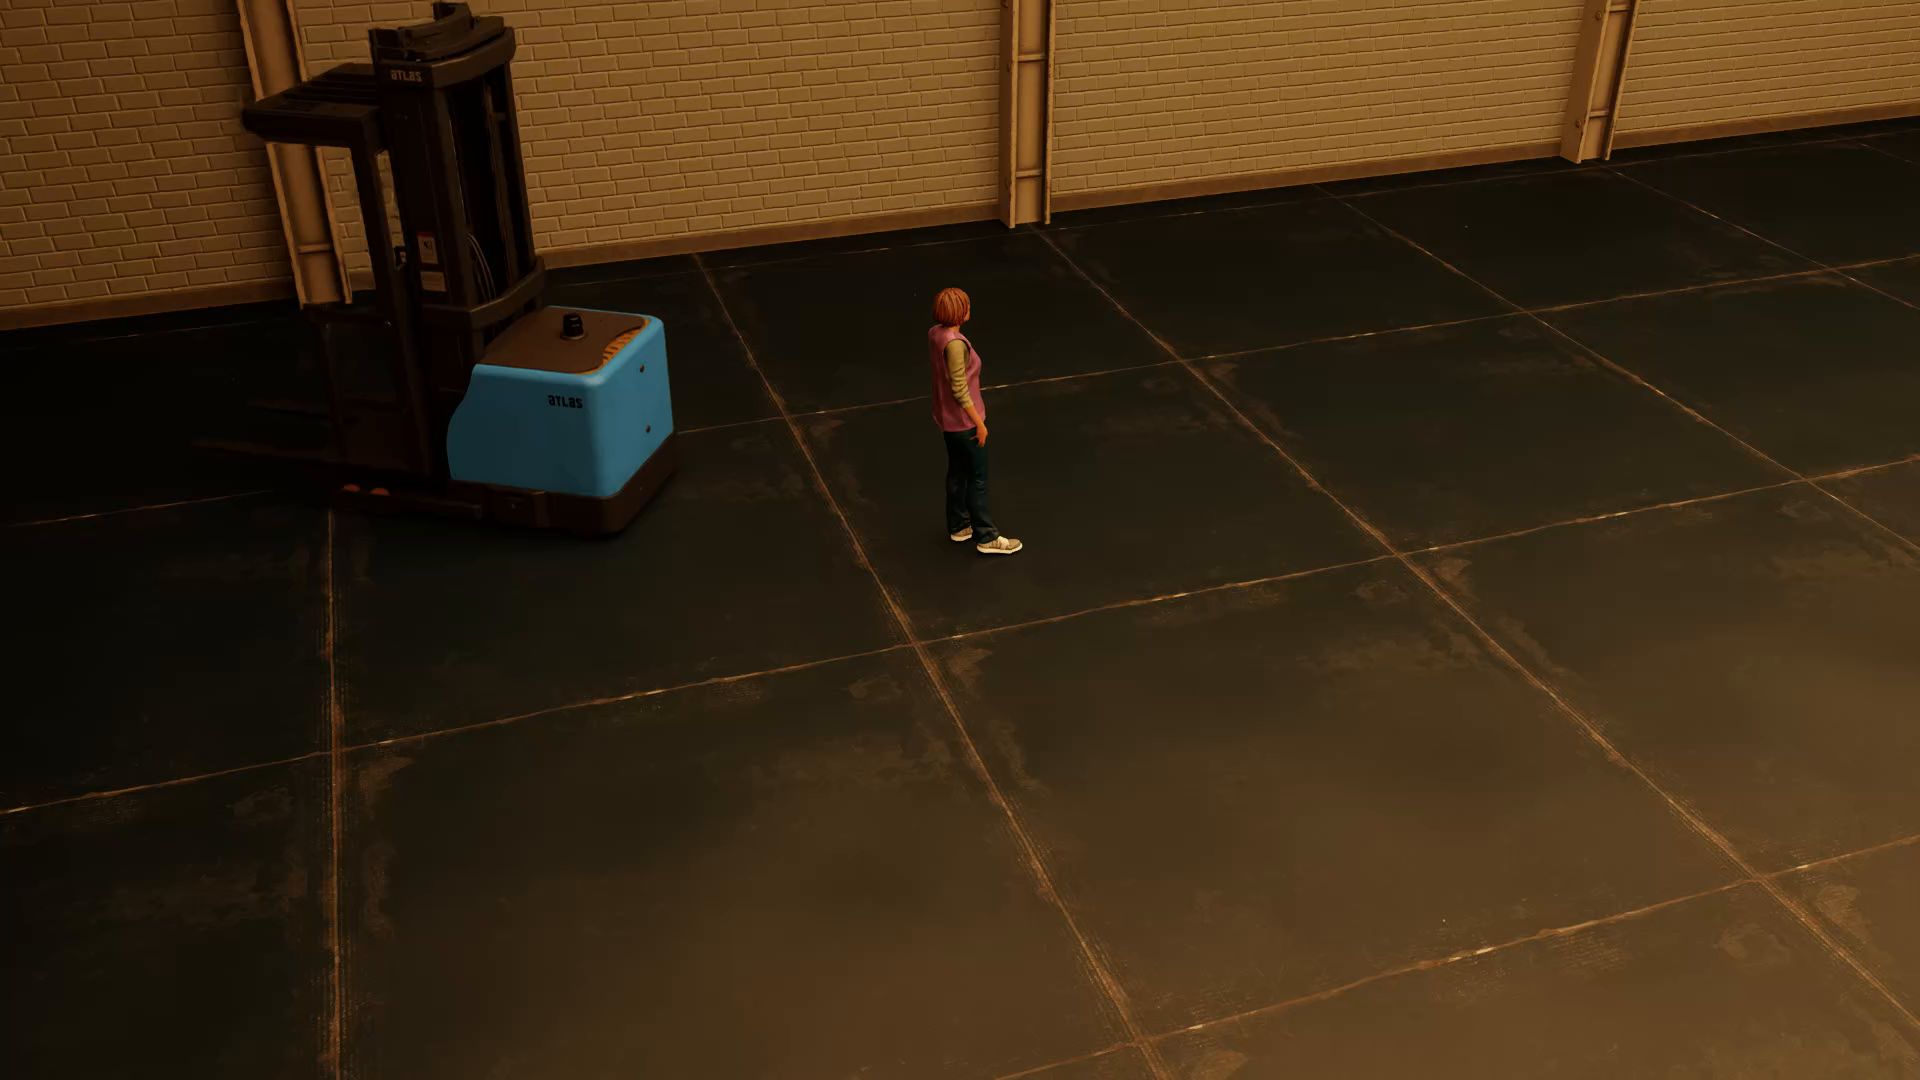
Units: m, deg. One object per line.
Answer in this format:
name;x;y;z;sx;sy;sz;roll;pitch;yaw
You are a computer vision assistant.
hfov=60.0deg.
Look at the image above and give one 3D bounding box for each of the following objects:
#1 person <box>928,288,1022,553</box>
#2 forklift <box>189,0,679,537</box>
person;0.075;-0.704;9.634;0.473;1.599;0.521;-10;31;-16
forklift;-3.390;-1.672;9.993;3.031;2.935;1.130;7;31;12
